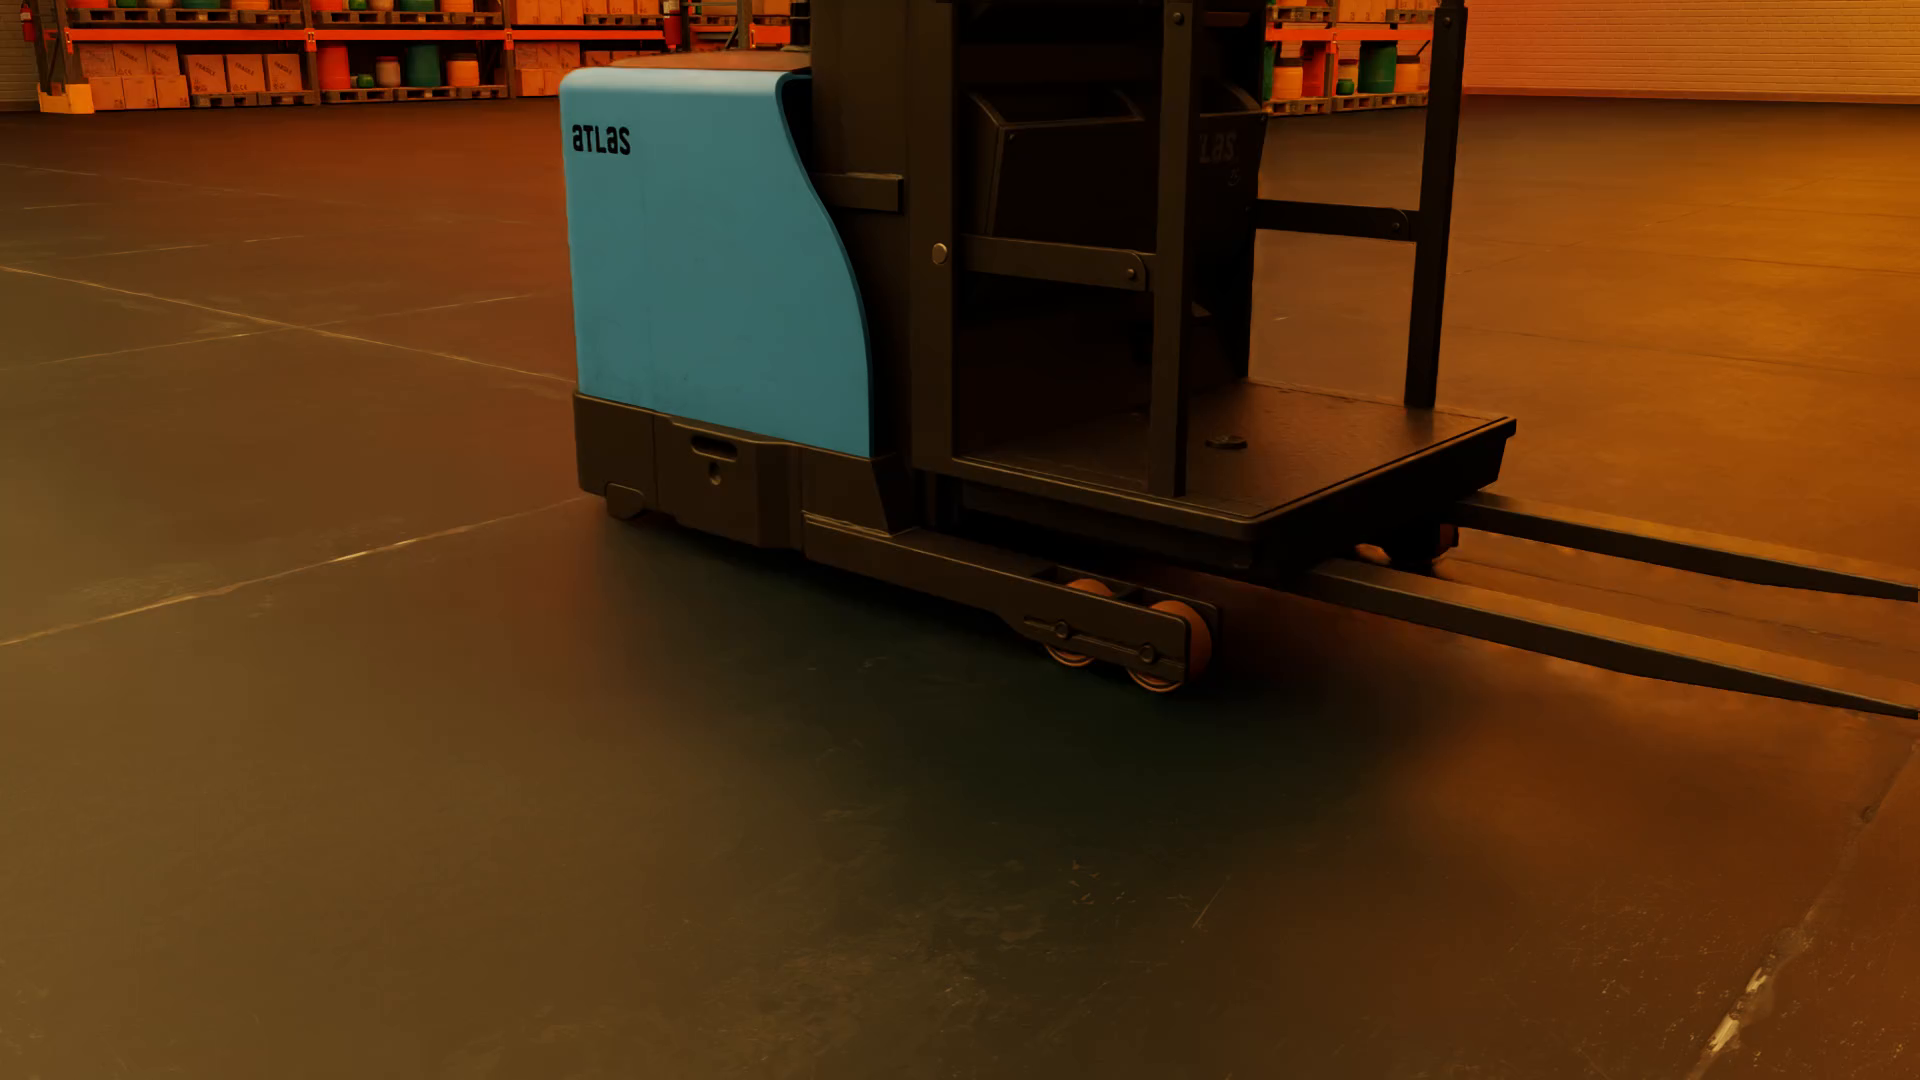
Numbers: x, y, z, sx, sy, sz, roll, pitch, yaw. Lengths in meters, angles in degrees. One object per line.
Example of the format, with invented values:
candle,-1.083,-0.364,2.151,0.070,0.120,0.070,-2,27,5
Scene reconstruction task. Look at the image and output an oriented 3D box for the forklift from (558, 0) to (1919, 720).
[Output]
forklift,0.492,-1.297,3.169,3.031,2.935,1.130,14,22,39
